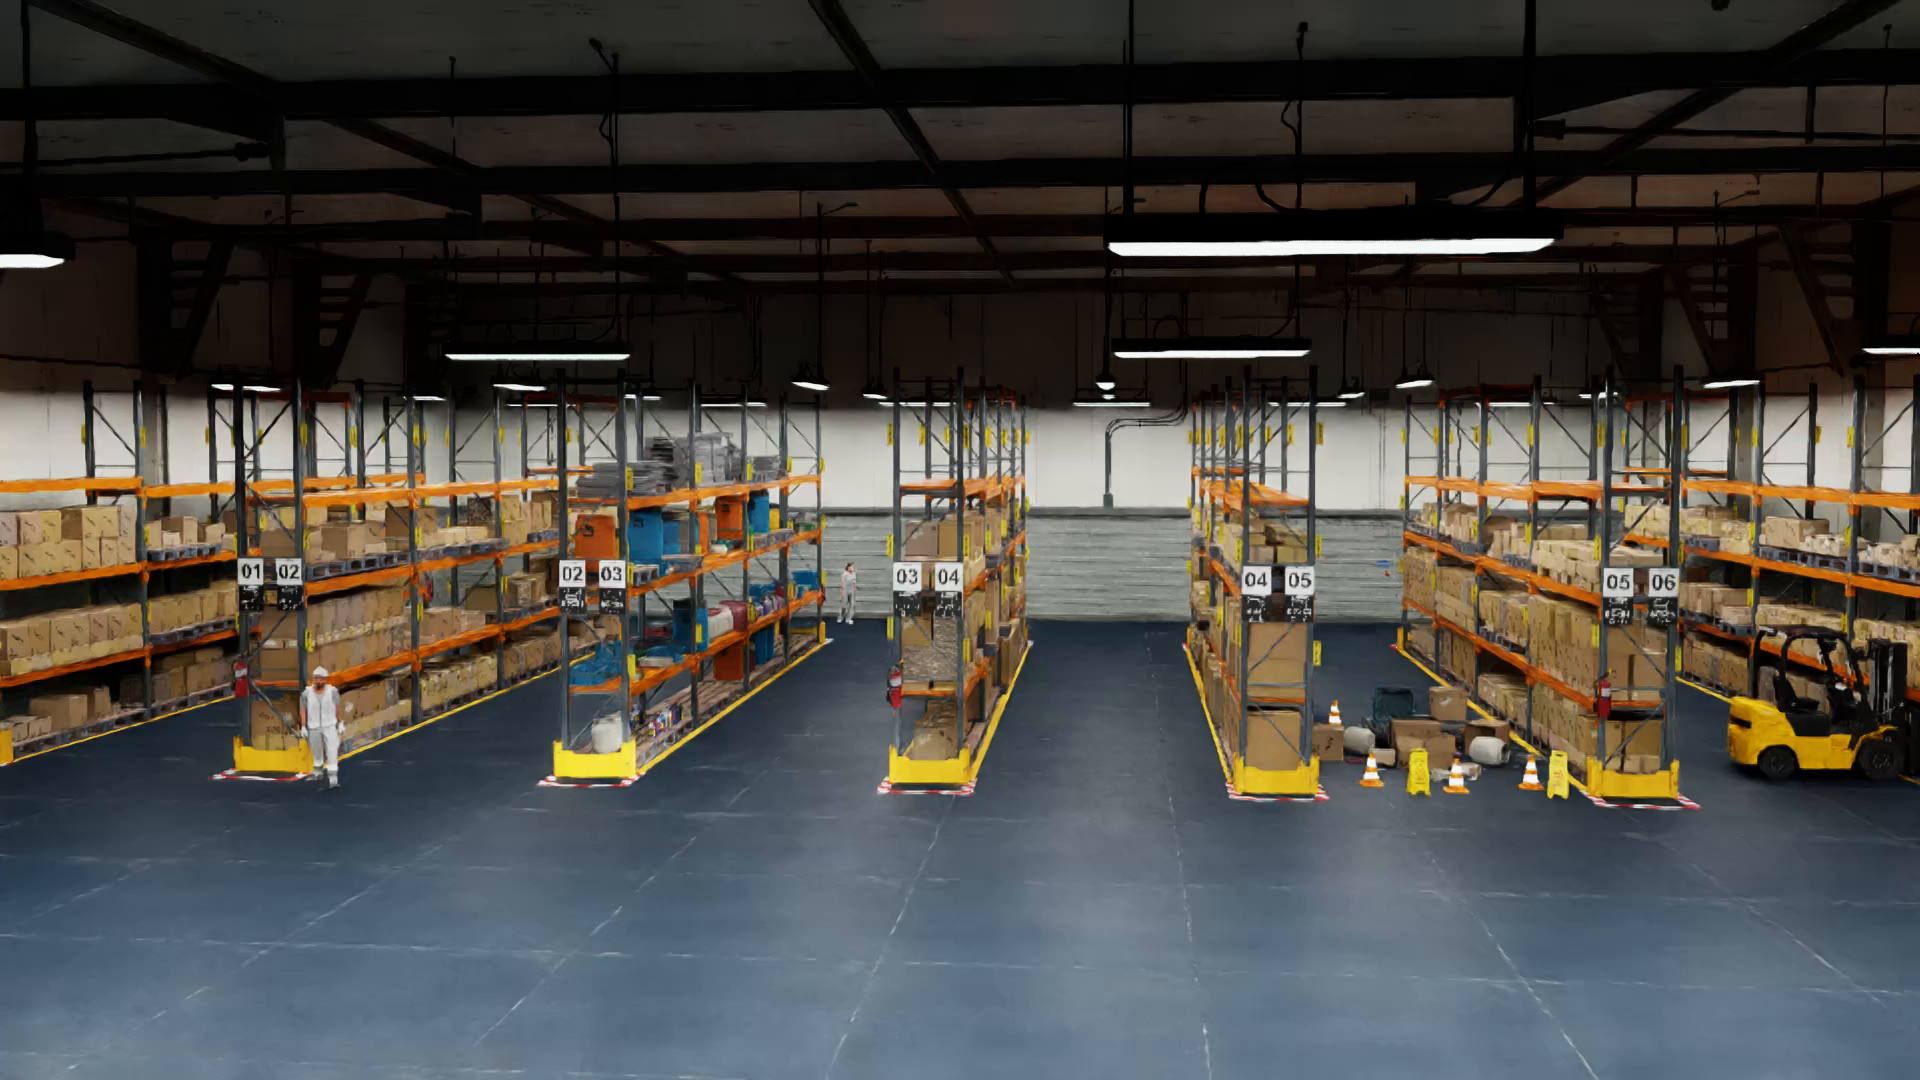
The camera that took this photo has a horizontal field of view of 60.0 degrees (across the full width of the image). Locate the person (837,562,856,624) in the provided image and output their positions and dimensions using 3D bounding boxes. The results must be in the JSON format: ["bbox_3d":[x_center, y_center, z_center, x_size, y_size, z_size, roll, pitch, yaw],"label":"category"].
[{"bbox_3d":[-3.043,1.406,44.647,0.505,1.658,0.552,-2,4,-31],"label":"person"}]

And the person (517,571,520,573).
[{"bbox_3d":[-10.568,1.616,39.925,0.636,1.775,0.677,3,4,37],"label":"person"}]

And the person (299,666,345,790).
[{"bbox_3d":[-9.110,2.666,23.730,0.587,1.742,0.969,-1,4,-17],"label":"person"}]
